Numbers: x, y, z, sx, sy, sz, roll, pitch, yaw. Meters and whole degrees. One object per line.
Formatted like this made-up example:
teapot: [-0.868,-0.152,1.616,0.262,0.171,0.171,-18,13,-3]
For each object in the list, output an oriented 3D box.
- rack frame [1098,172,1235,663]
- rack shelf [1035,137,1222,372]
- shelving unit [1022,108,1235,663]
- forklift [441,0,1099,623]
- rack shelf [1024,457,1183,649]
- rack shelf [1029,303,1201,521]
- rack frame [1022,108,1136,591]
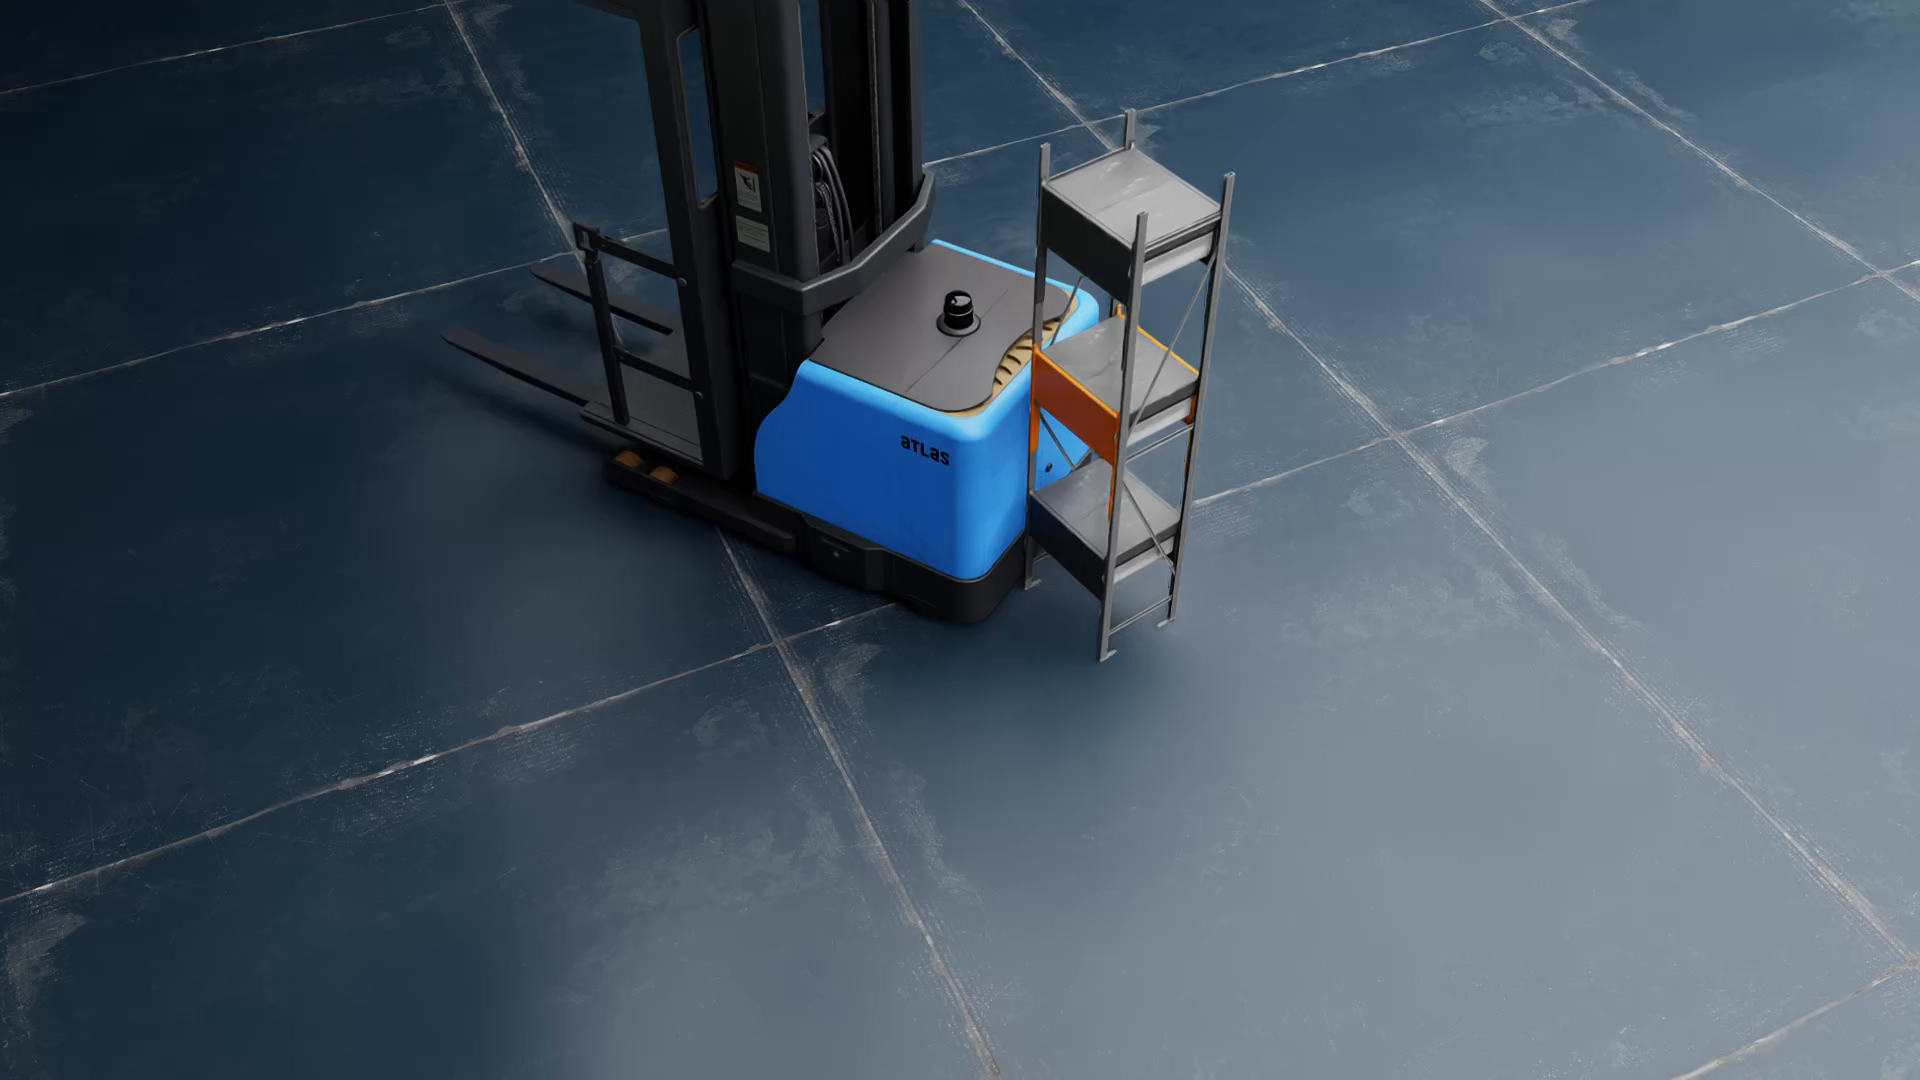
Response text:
rack frame: [0.714,-0.344,5.972,0.400,2.100,0.015,-27,51,-25]
rack shelf: [0.570,-0.971,5.630,0.431,0.518,0.480,-27,51,-25]
shelving unit: [0.570,-0.482,6.113,0.431,2.100,0.503,-27,51,-25]
forklift: [-0.962,-1.494,6.546,3.031,2.935,1.130,23,49,22]
rack shelf: [0.570,0.026,6.614,0.431,0.518,0.480,-27,51,-25]
rack shelf: [0.570,-0.472,6.122,0.431,0.518,0.480,-27,51,-25]
rack frame: [0.425,-0.620,6.253,0.400,2.100,0.015,-27,51,-25]
